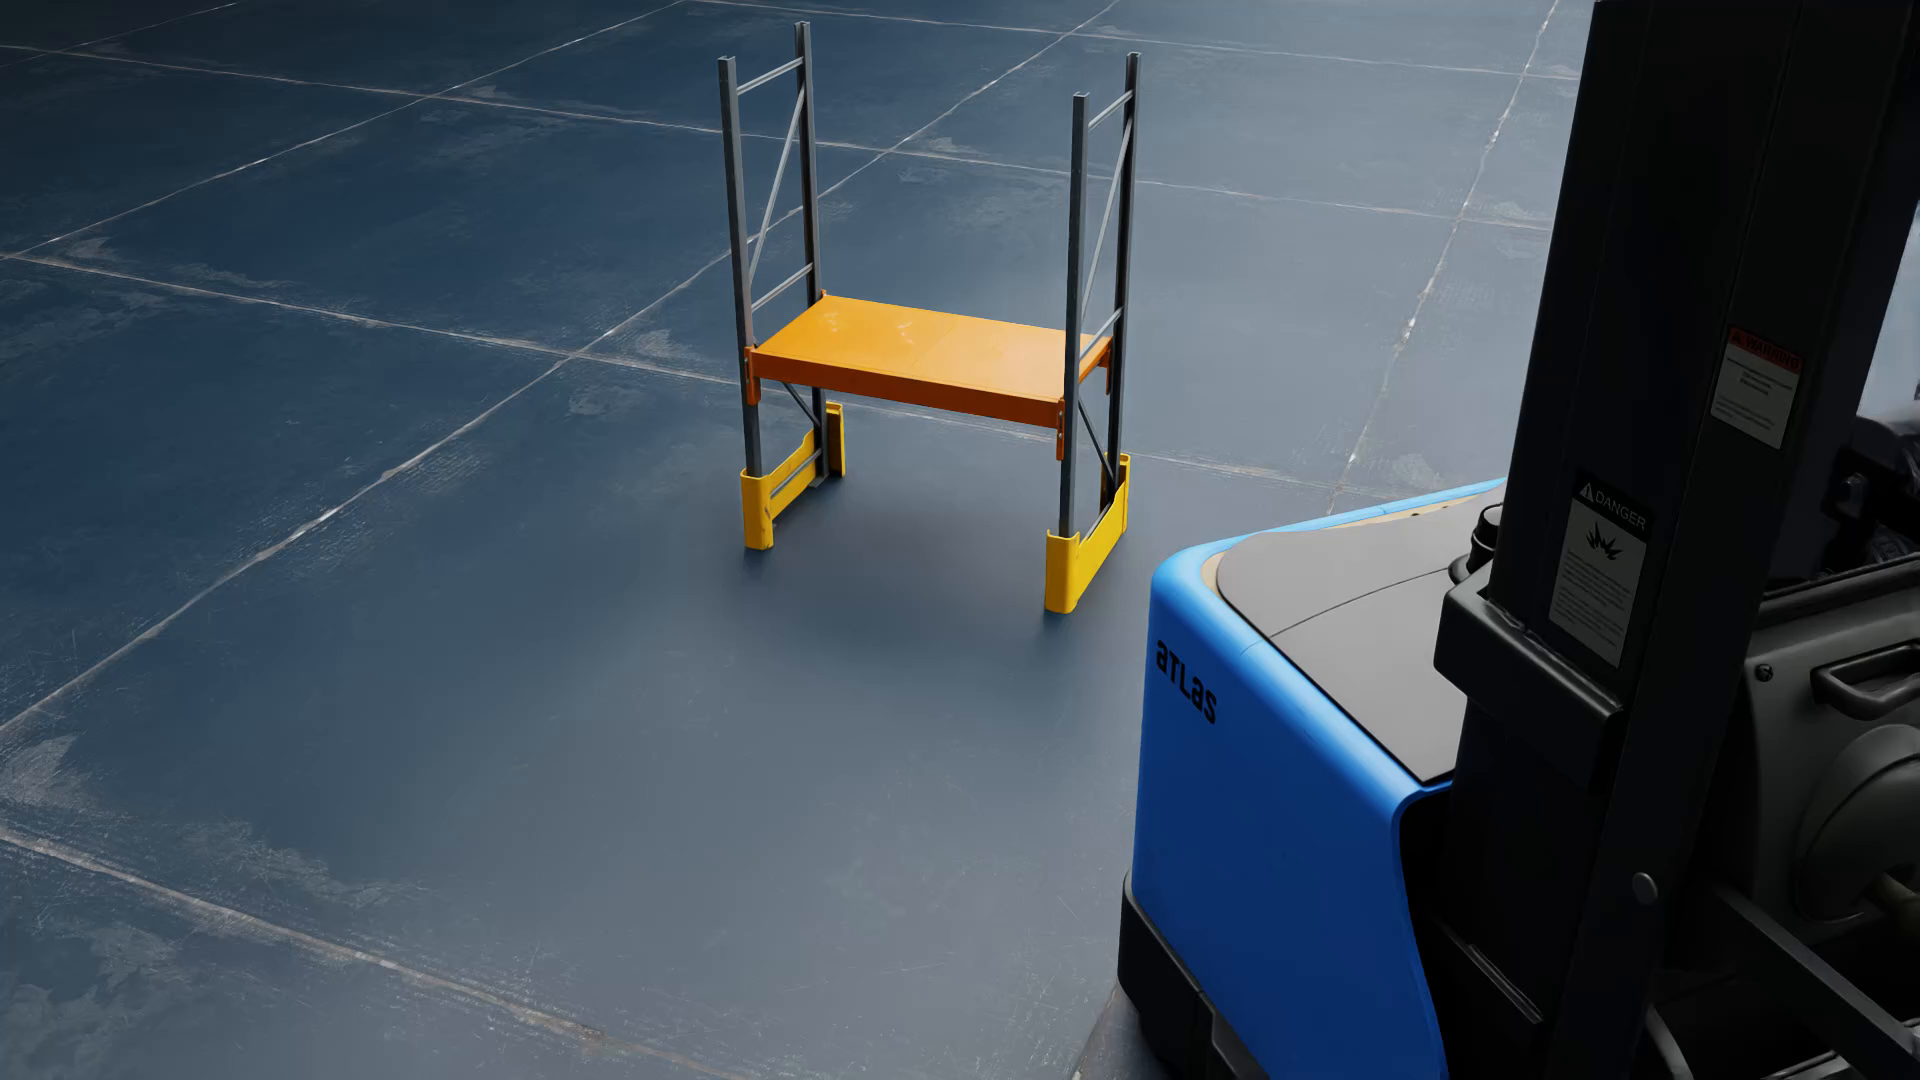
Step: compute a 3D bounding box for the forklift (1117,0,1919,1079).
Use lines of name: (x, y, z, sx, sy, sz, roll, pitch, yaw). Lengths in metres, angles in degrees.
forklift: (1.371, 0.258, 1.815, 1.130, 2.935, 3.031, -12, 32, -20)

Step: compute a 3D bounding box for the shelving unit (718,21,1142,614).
shelving unit: (-0.071, -0.667, 4.906, 1.083, 1.500, 0.587, 11, 31, 19)

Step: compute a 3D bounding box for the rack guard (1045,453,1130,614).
rack guard: (0.391, -0.031, 5.050, 0.087, 0.250, 0.587, 11, 31, 19)

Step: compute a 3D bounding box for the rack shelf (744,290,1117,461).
rack shelf: (-0.079, -0.512, 4.997, 1.000, 0.185, 0.538, 11, 31, 19)

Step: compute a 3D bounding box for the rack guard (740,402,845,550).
rack guard: (-0.532, -0.215, 5.376, 0.087, 0.250, 0.587, 11, 31, 19)

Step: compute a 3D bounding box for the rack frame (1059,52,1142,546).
rack frame: (0.392, -0.575, 4.742, 0.032, 1.500, 0.500, 11, 31, 19)

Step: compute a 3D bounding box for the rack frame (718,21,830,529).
rack frame: (-0.550, -0.763, 5.075, 0.032, 1.500, 0.500, 11, 31, 19)
